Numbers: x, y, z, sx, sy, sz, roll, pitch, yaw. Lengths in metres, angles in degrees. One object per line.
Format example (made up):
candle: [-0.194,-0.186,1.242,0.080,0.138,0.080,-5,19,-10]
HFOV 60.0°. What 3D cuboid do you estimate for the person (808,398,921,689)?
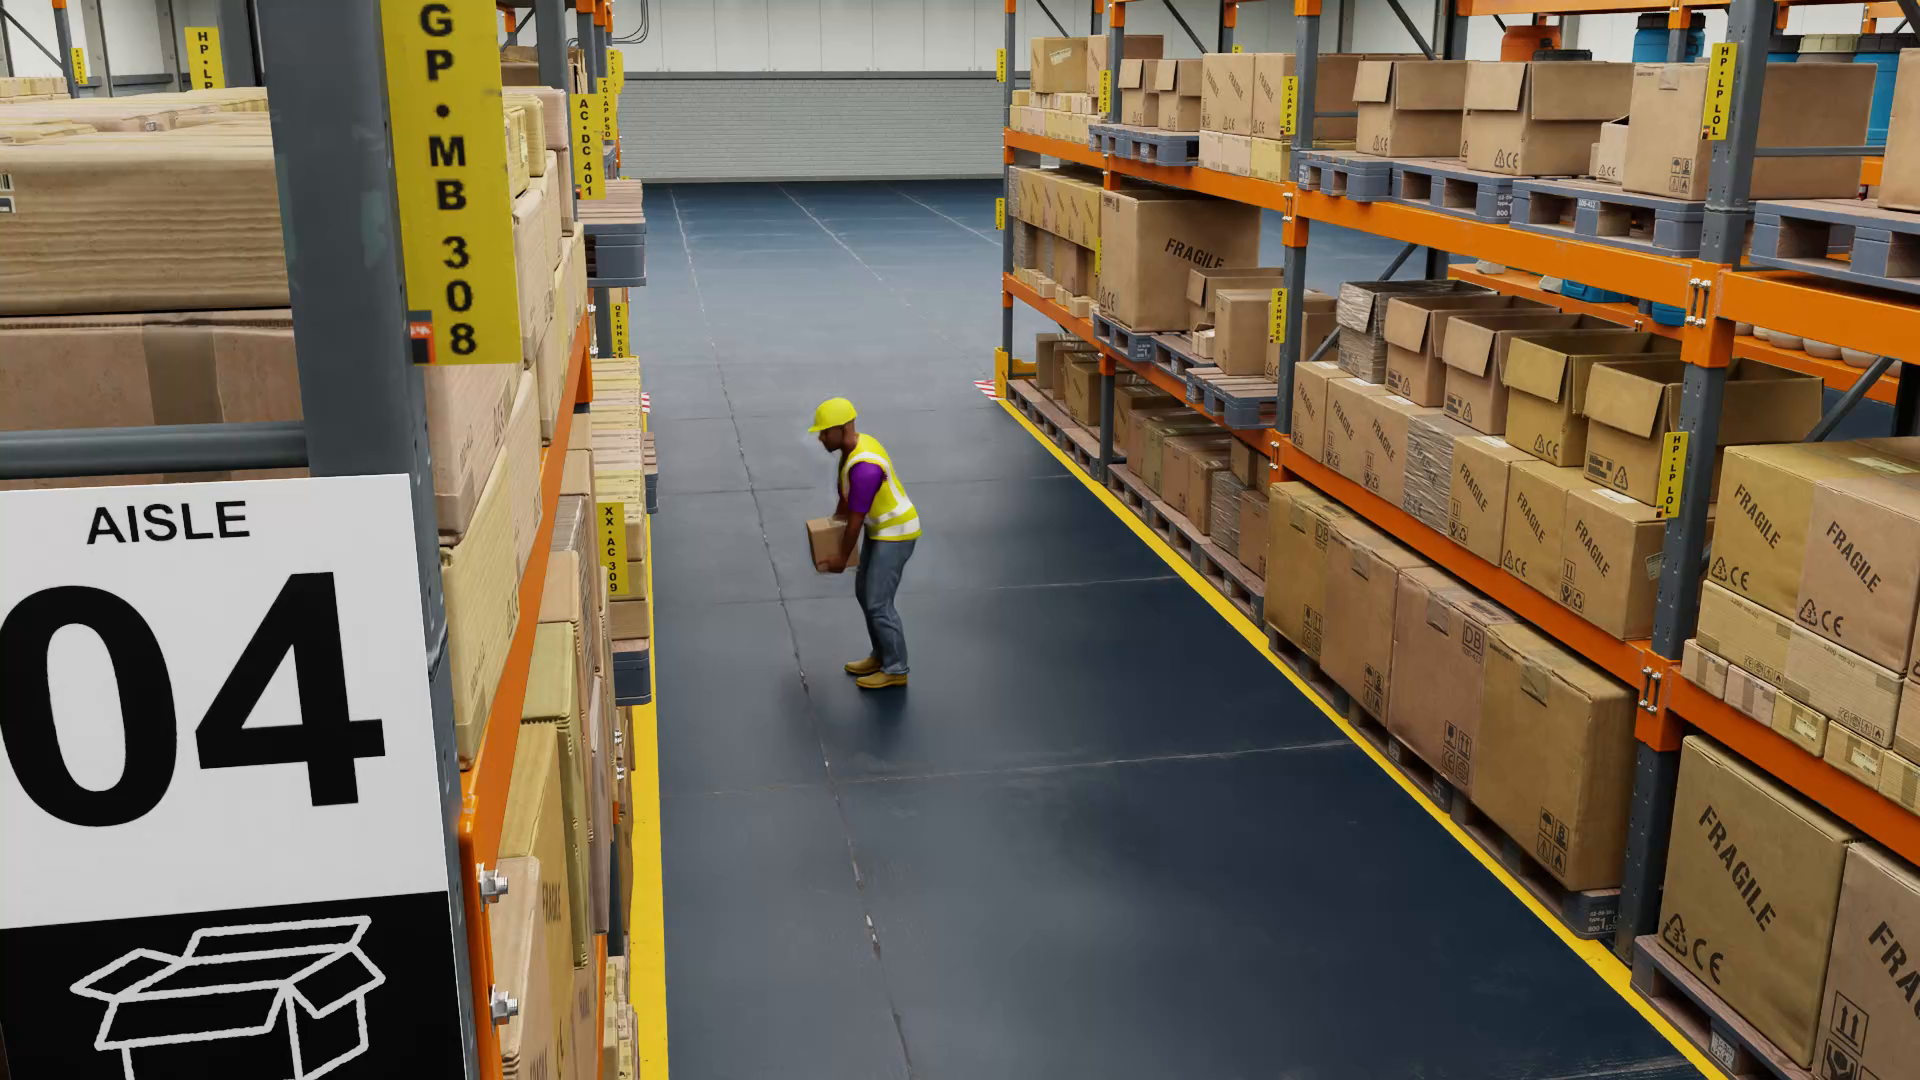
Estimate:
person: [-0.546,0.009,9.587,0.633,1.695,0.488,-3,17,-11]
